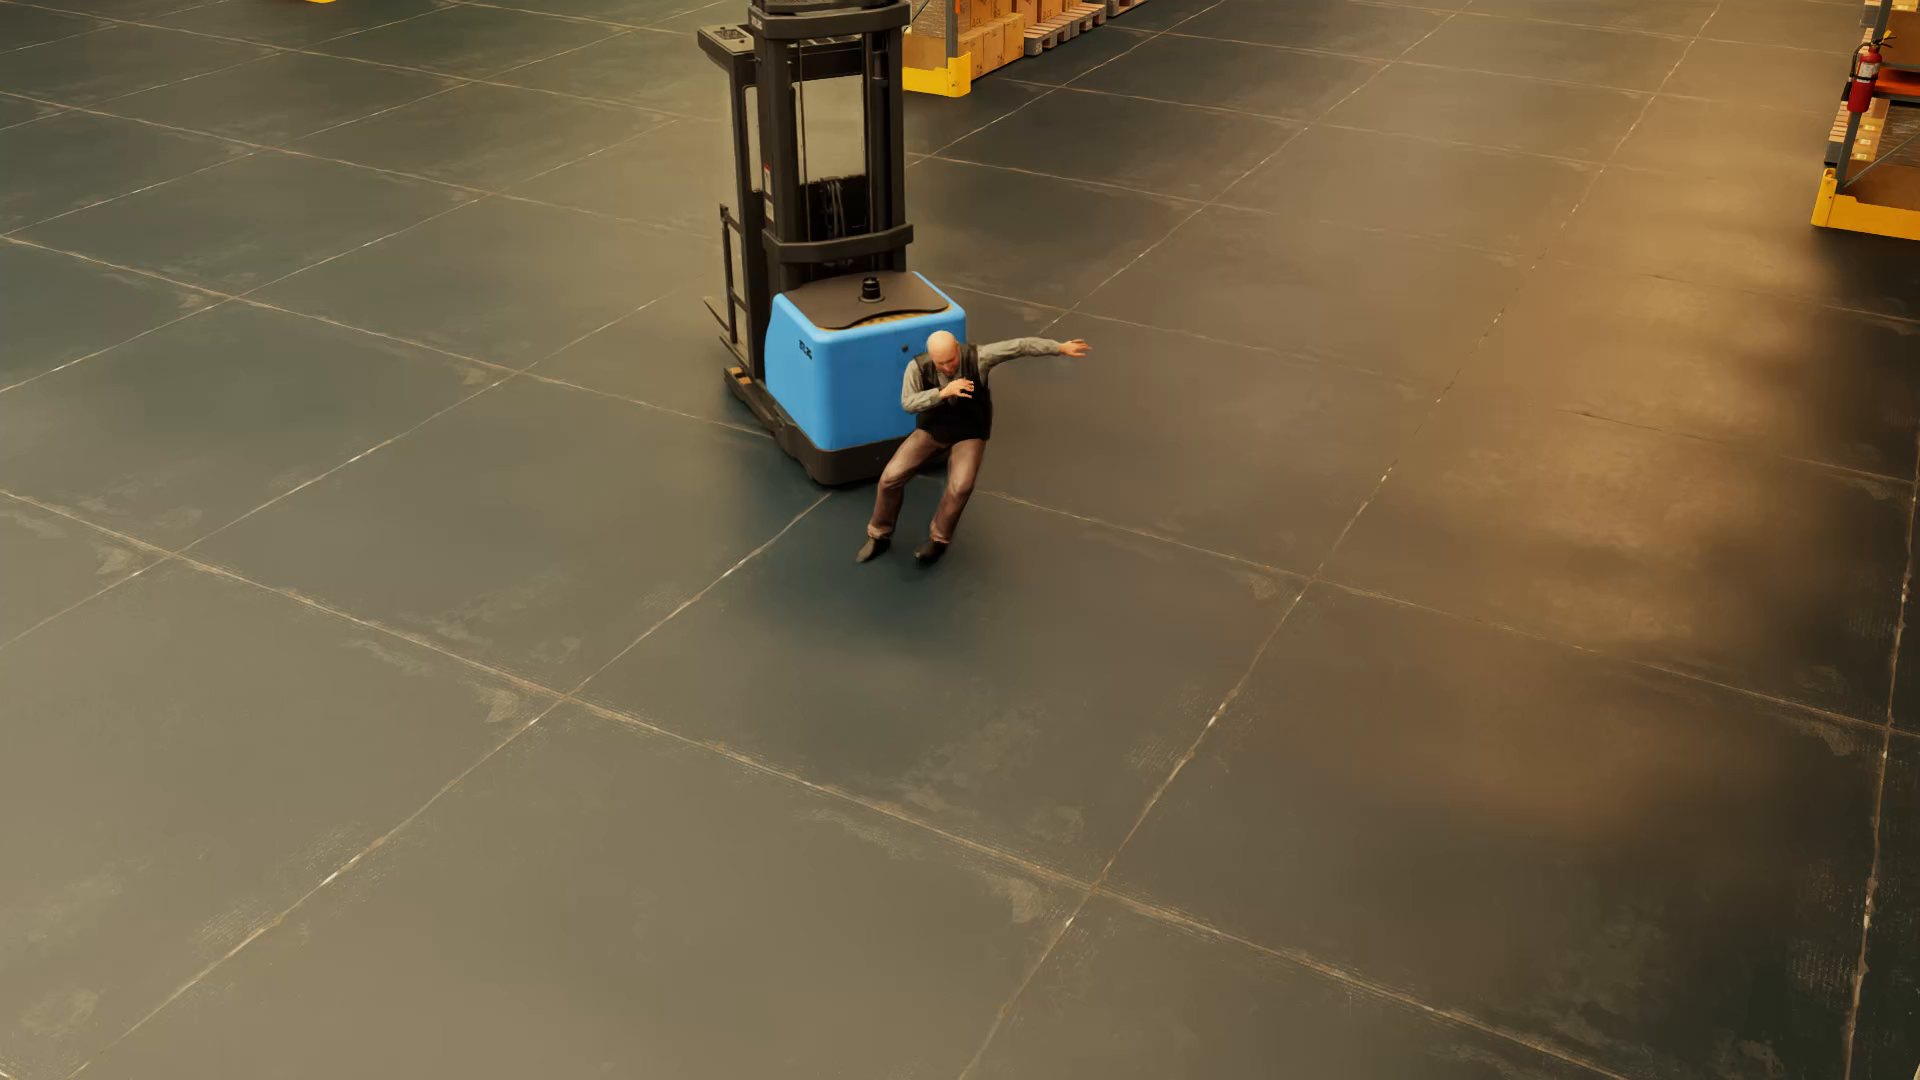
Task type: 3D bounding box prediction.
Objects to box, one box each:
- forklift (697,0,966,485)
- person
[{"bbox_3d":[-1.028,-2.331,11.109,1.130,2.935,3.031,-13,33,-22],"label":"forklift"},{"bbox_3d":[0.071,-0.582,9.652,1.376,1.401,0.733,1,30,2],"label":"person"}]
